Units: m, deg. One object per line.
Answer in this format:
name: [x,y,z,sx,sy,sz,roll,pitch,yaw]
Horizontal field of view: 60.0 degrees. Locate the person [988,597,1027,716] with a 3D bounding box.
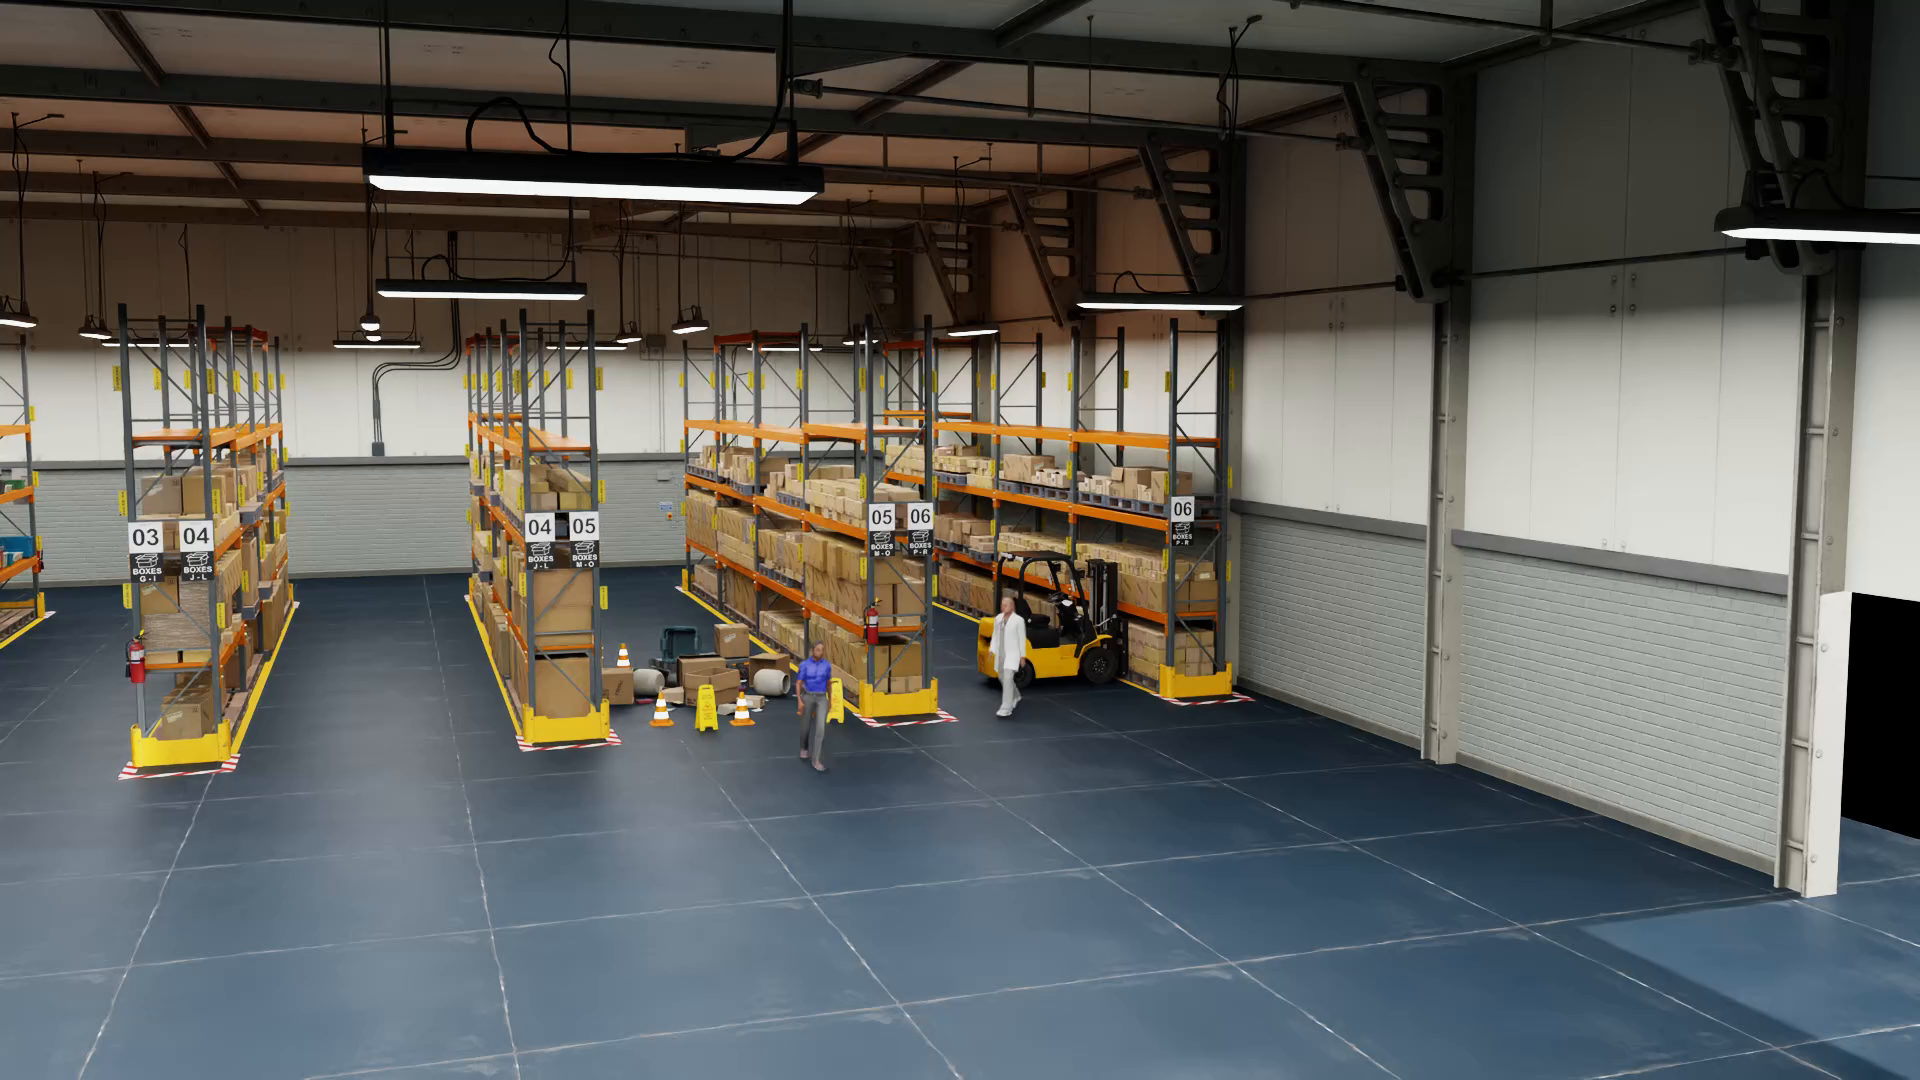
person: [0.736,1.739,25.165,0.560,1.755,0.930,5,7,41]

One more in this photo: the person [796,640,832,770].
person: [-1.903,2.137,21.799,0.538,1.649,0.764,-2,6,-22]
